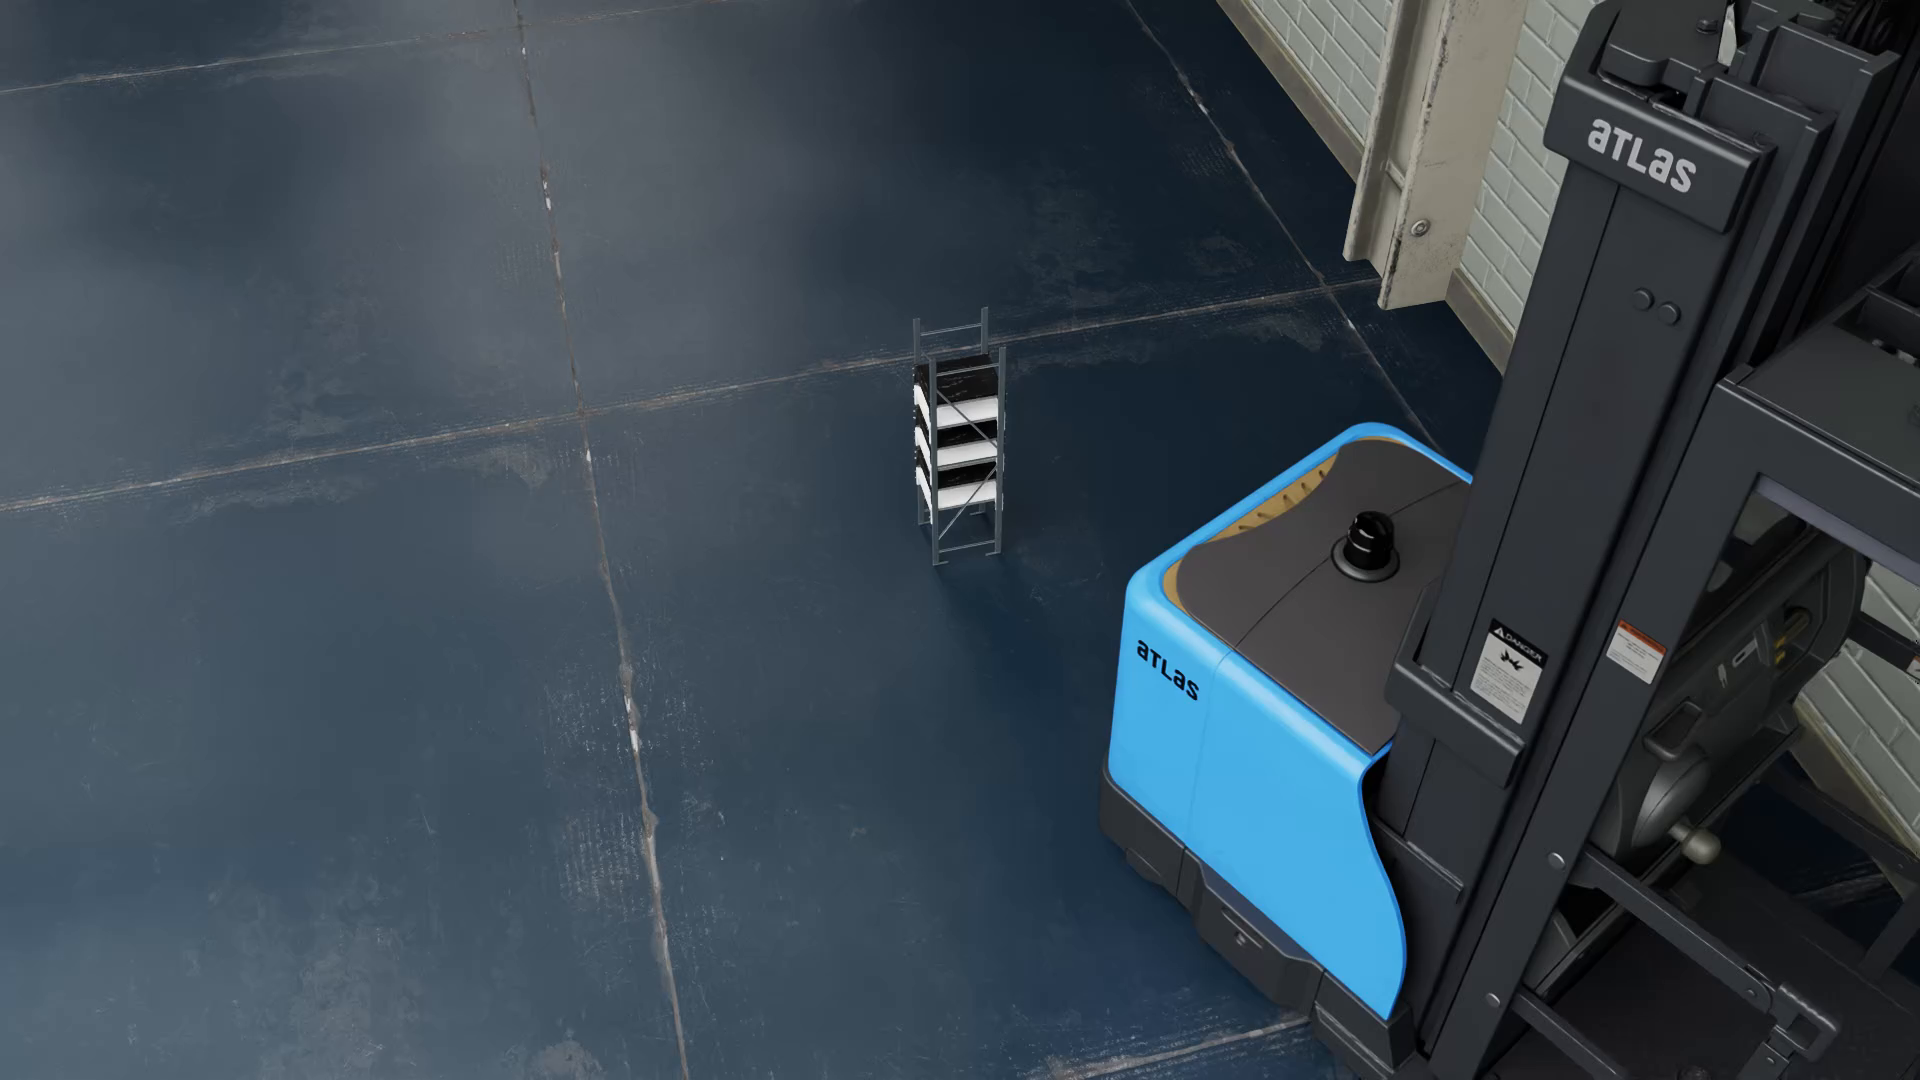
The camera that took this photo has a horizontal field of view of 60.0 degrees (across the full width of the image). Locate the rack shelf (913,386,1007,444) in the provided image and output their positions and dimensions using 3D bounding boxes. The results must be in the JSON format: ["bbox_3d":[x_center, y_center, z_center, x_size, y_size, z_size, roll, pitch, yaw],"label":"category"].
[{"bbox_3d":[-0.002,-0.423,5.329,0.258,0.077,0.200,-11,47,-10],"label":"rack shelf"}]

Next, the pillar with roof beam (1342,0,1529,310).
[{"bbox_3d":[-2.373,-3.446,2.827,9.100,9.000,0.400,-11,47,-10],"label":"pillar with roof beam"}]

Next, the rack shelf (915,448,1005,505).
[{"bbox_3d":[-0.002,-0.234,5.522,0.258,0.077,0.200,-11,47,-10],"label":"rack shelf"}]

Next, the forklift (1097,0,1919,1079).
[{"bbox_3d":[1.745,0.396,3.310,1.130,2.935,3.031,-32,53,-27],"label":"forklift"}]

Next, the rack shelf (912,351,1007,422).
[{"bbox_3d":[-0.002,-0.486,5.265,0.258,0.077,0.200,-11,47,-10],"label":"rack shelf"}]

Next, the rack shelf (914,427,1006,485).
[{"bbox_3d":[-0.002,-0.297,5.458,0.258,0.077,0.200,-11,47,-10],"label":"rack shelf"}]

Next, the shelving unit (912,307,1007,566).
[{"bbox_3d":[-0.002,-0.321,5.434,0.258,0.900,0.210,-11,47,-10],"label":"shelving unit"}]

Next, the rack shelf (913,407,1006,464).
[{"bbox_3d":[-0.002,-0.360,5.394,0.258,0.077,0.200,-11,47,-10],"label":"rack shelf"}]

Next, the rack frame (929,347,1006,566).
[{"bbox_3d":[0.024,-0.250,5.365,0.240,0.900,0.006,-11,47,-10],"label":"rack frame"}]

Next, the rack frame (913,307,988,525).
[{"bbox_3d":[-0.028,-0.391,5.503,0.240,0.900,0.006,-11,47,-10],"label":"rack frame"}]

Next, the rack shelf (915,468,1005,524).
[{"bbox_3d":[-0.002,-0.171,5.586,0.258,0.077,0.200,-11,47,-10],"label":"rack shelf"}]
